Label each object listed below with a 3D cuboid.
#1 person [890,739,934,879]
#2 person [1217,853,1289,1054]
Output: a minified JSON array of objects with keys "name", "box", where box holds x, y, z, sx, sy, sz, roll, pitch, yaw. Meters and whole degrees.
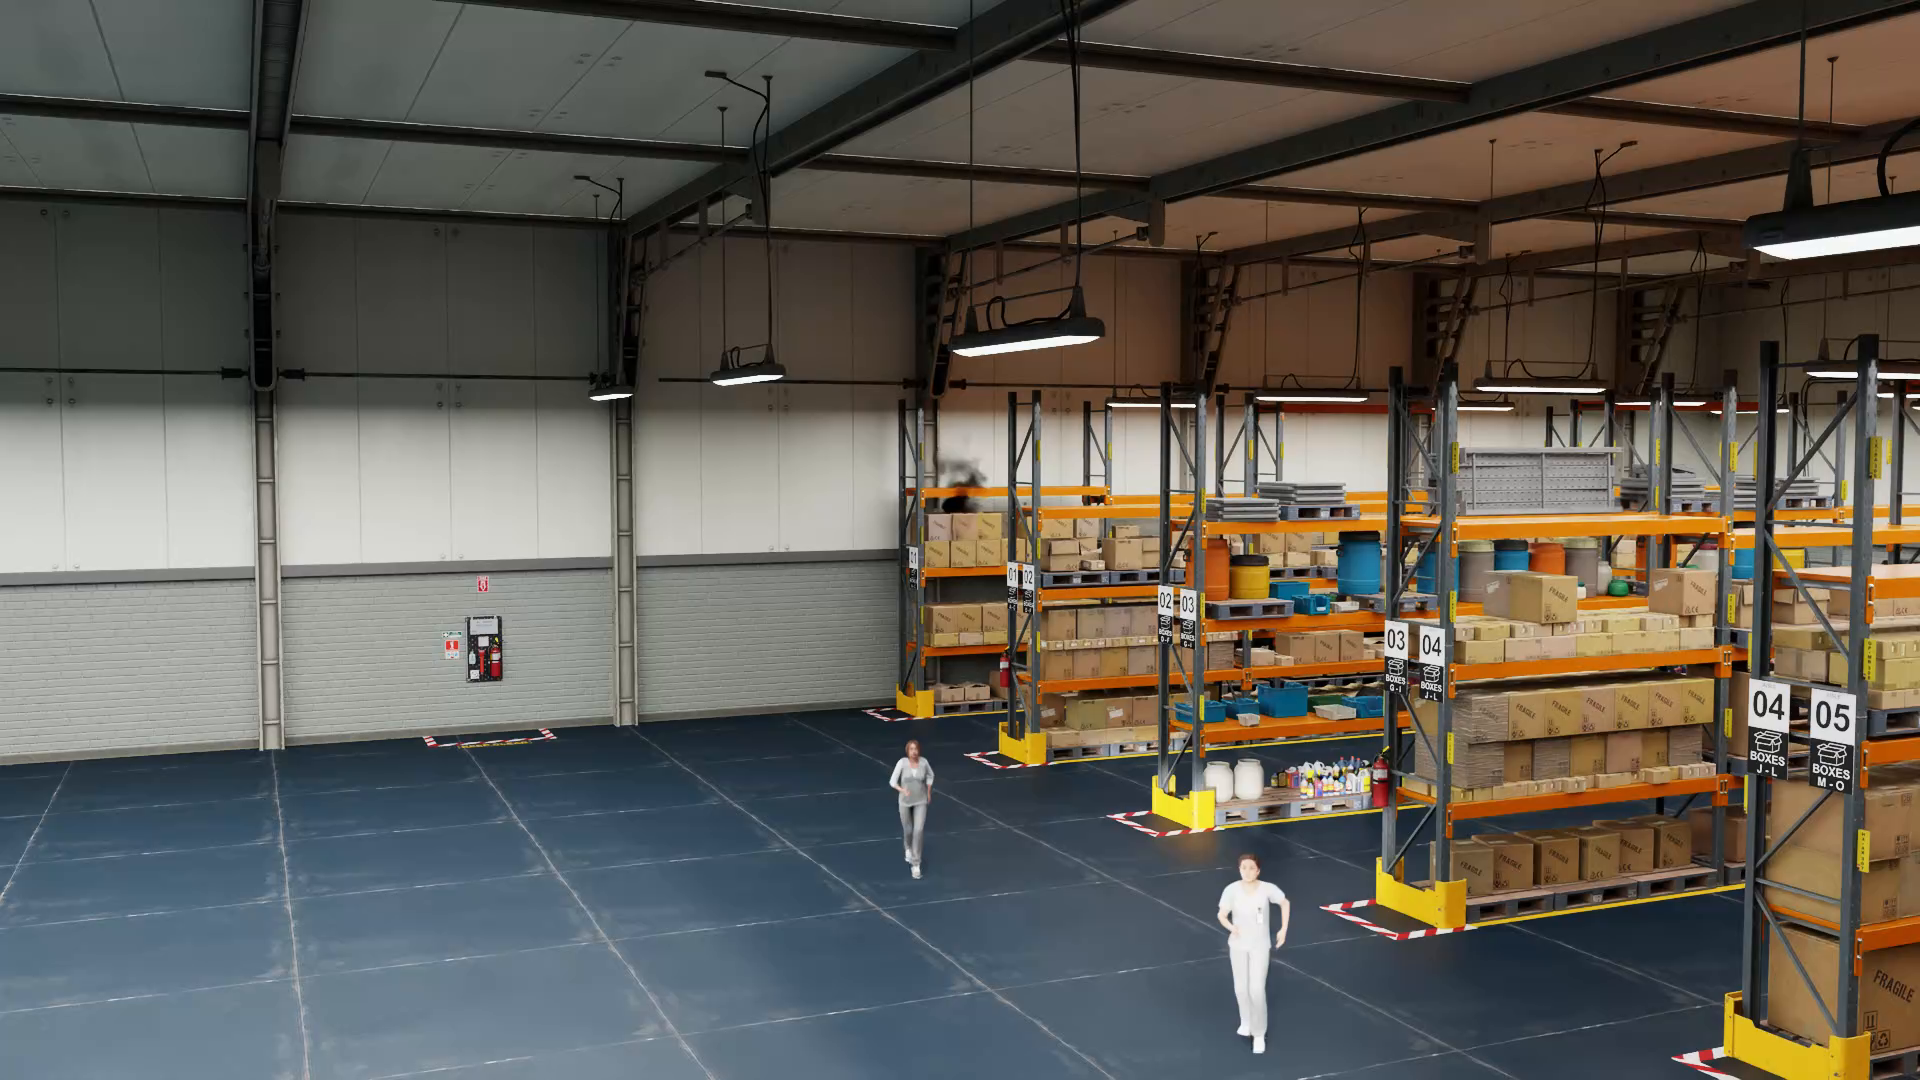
[{"name":"person","box":[-0.576,3.190,20.020,0.537,1.607,0.820,0,3,-3]},{"name":"person","box":[2.490,3.515,14.176,0.580,1.716,0.712,1,4,18]}]
